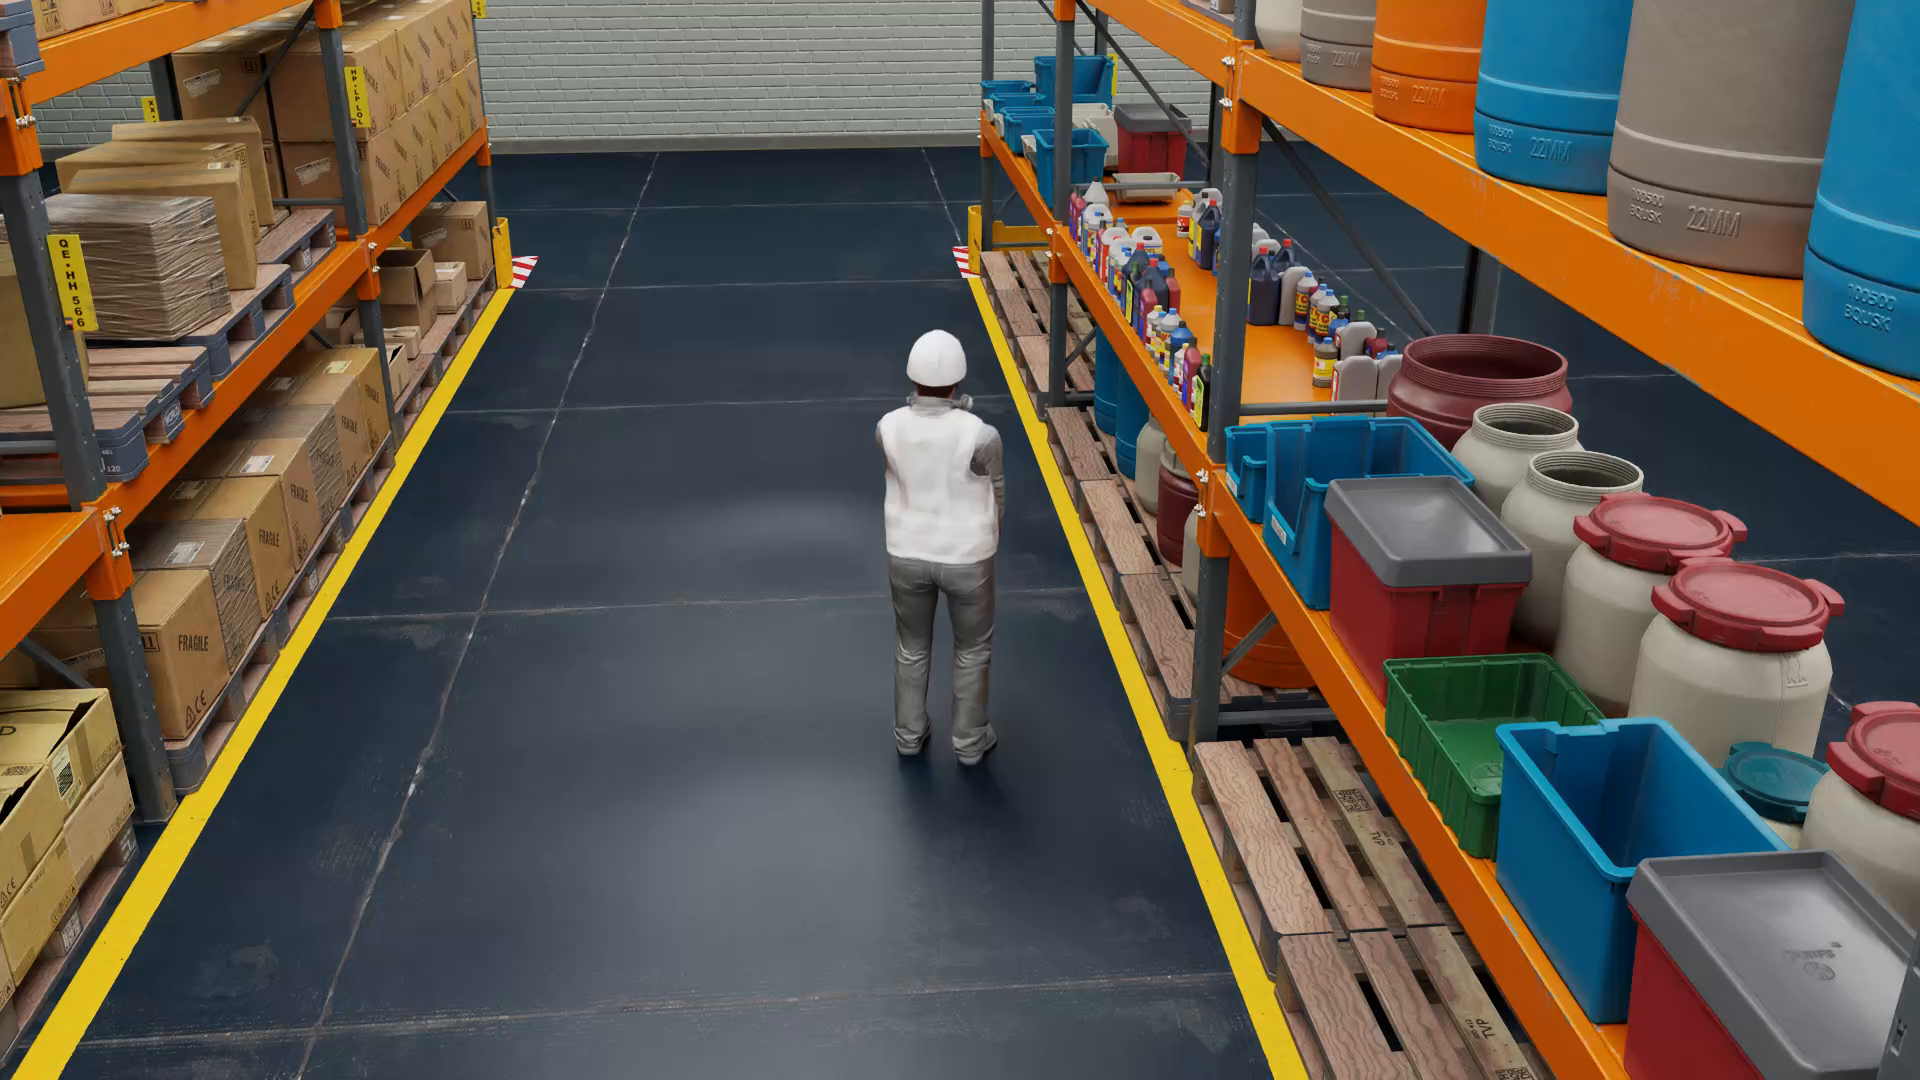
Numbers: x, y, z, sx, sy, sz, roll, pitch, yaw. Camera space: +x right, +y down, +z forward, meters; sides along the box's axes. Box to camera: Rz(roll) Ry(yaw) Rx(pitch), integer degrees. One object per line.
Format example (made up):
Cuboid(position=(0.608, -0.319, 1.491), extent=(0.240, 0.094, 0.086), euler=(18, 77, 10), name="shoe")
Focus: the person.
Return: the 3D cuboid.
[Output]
Cuboid(position=(-0.060, 0.008, 6.555), extent=(0.495, 1.772, 0.553), euler=(6, 24, 14), name="person")
